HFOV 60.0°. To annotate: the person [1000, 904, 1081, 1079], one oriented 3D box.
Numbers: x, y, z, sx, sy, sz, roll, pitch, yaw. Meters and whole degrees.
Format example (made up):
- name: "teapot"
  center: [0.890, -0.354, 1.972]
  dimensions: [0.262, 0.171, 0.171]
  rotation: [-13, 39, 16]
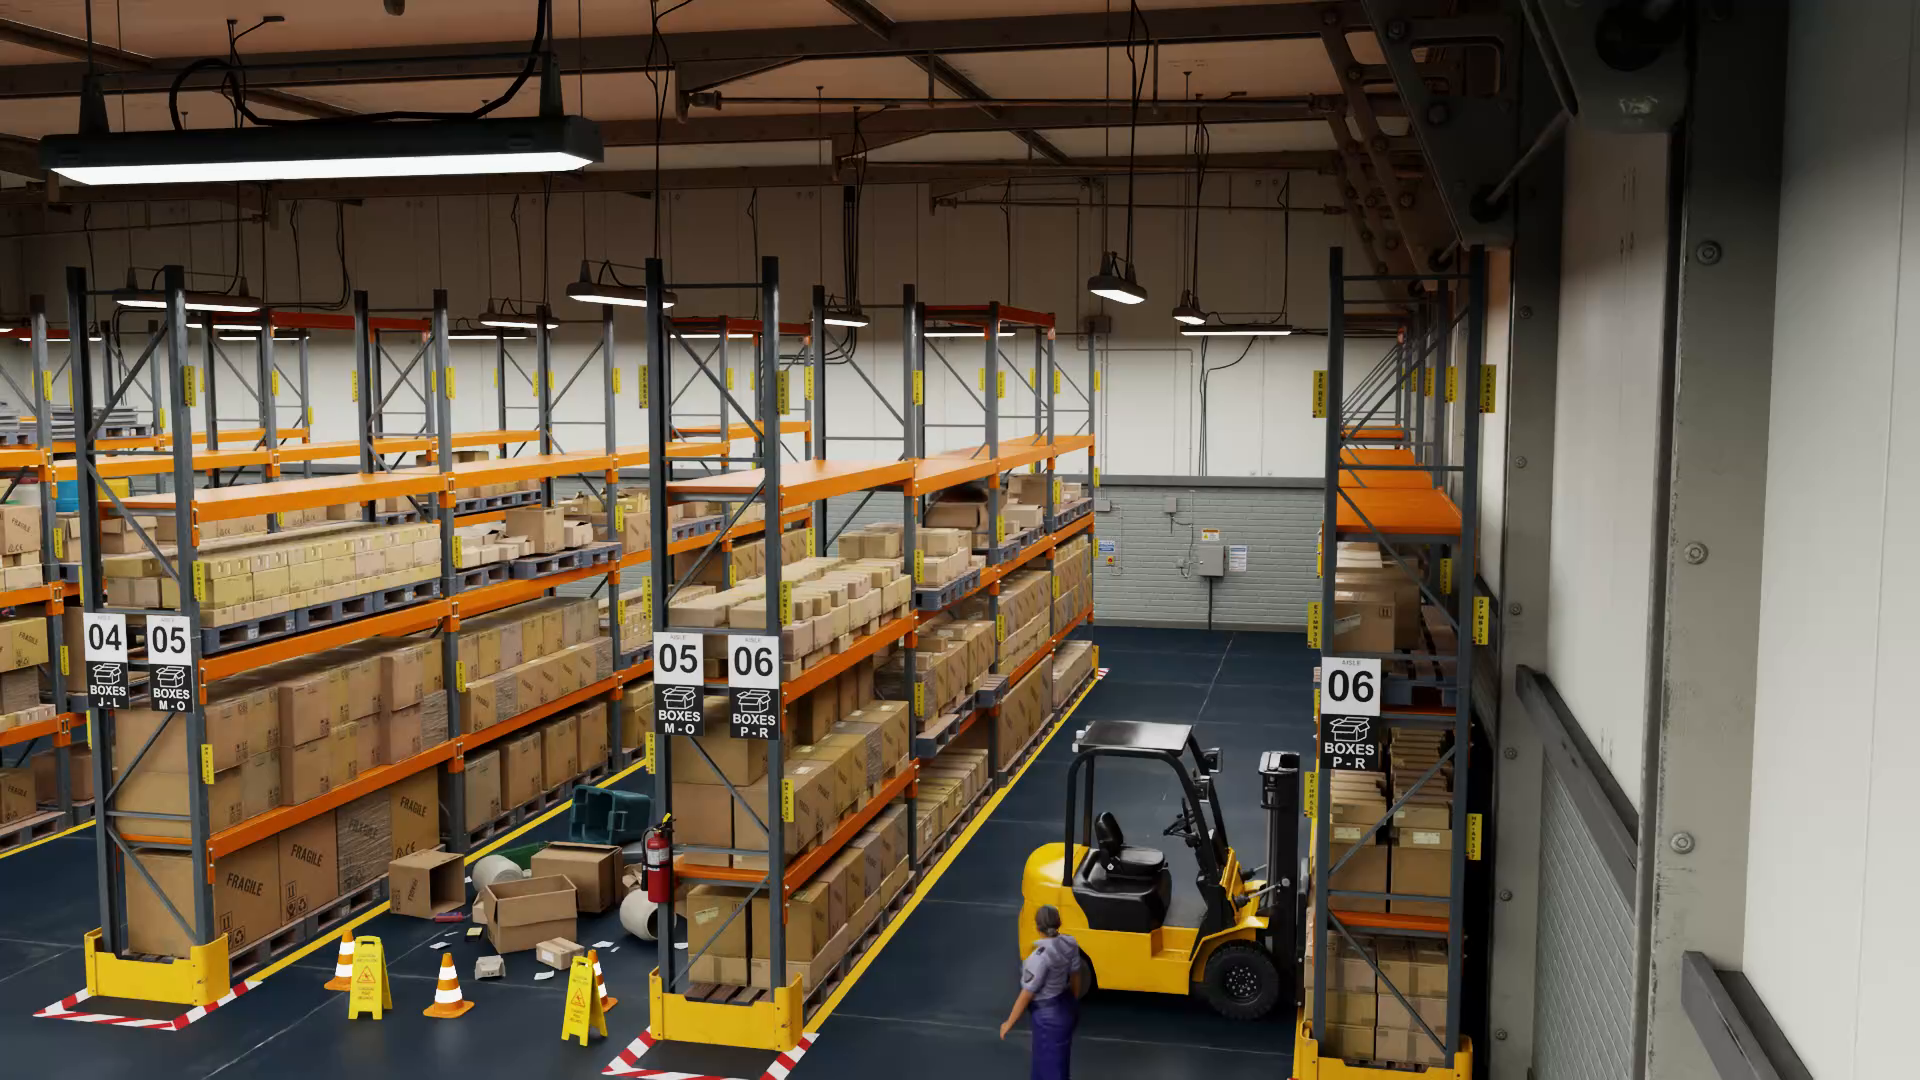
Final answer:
- name: "person"
  center: [0.557, 3.221, 11.262]
  dimensions: [0.650, 1.632, 0.644]
  rotation: [2, 6, 19]
